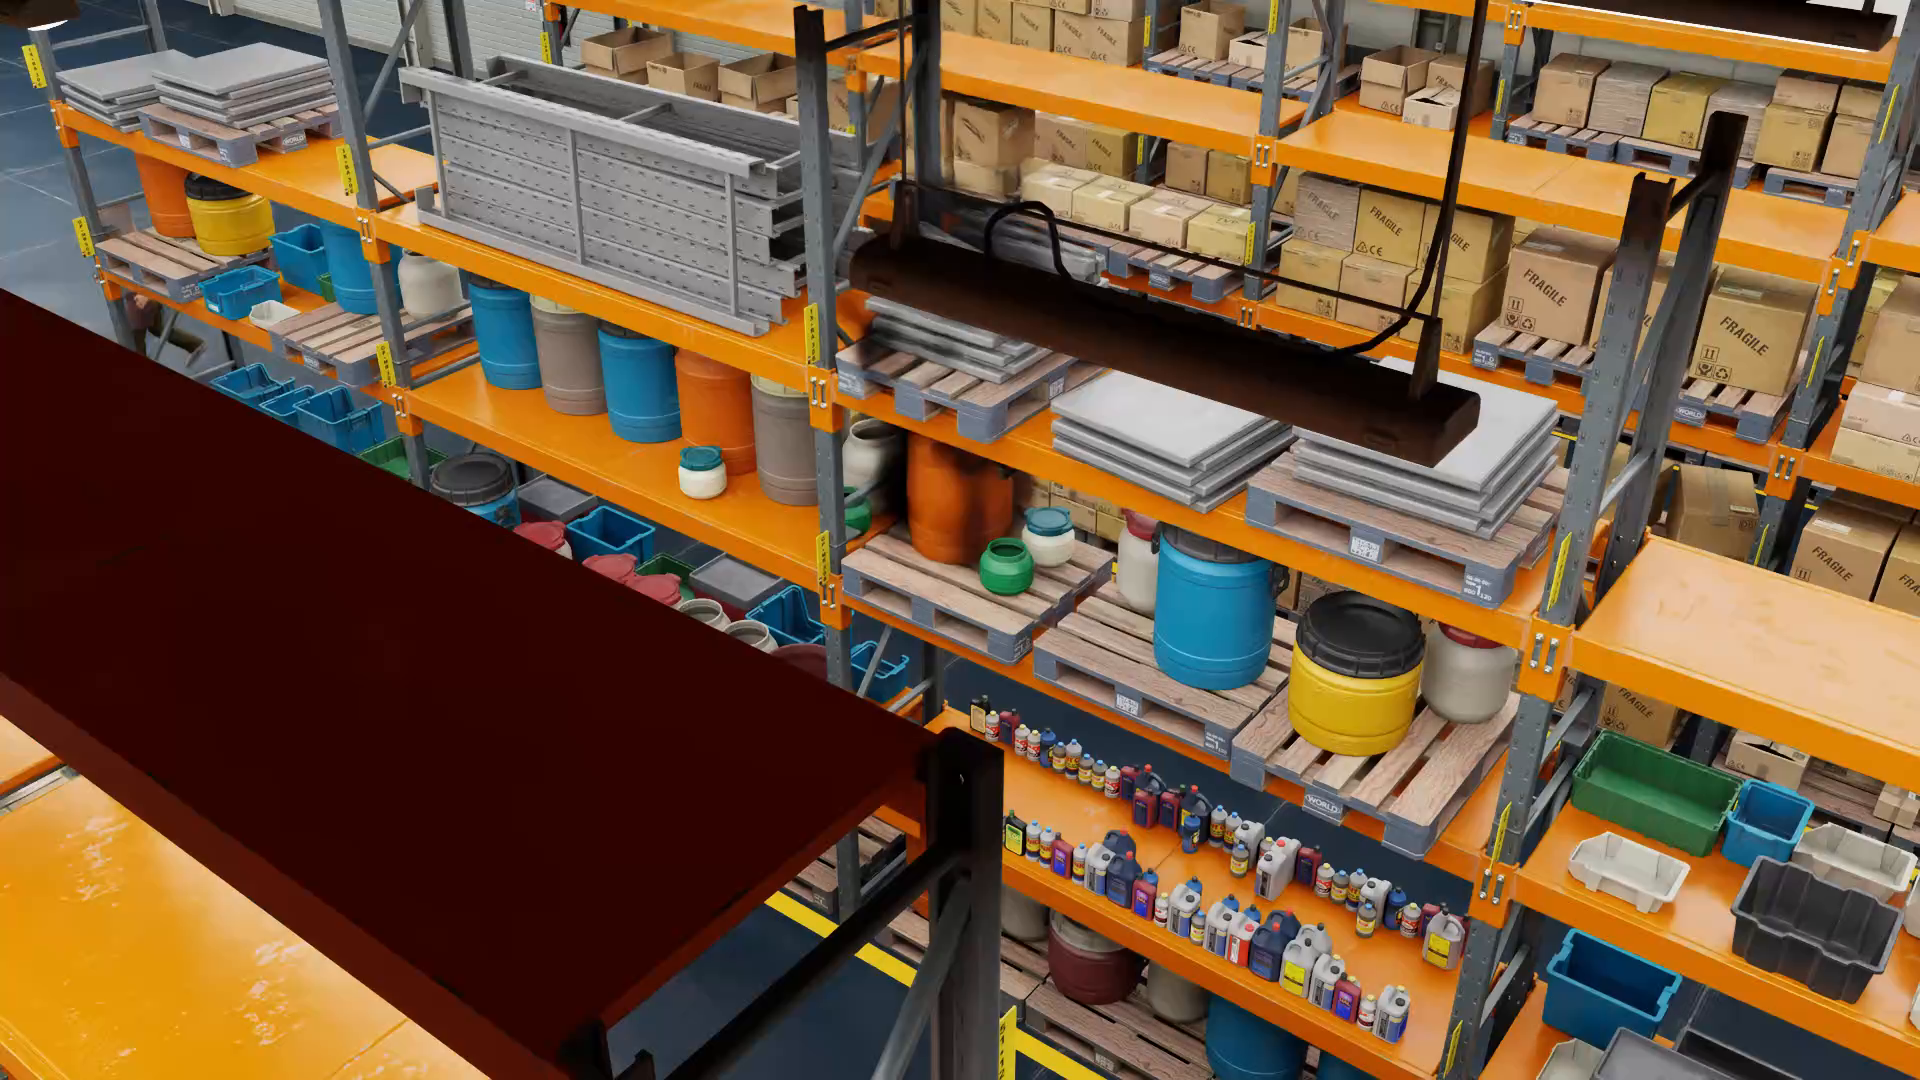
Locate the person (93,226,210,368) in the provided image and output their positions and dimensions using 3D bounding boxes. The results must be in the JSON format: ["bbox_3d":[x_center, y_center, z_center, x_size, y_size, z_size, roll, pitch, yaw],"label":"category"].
[{"bbox_3d":[-8.675,-2.530,17.661,1.070,1.773,0.707,-15,34,-23],"label":"person"}]
